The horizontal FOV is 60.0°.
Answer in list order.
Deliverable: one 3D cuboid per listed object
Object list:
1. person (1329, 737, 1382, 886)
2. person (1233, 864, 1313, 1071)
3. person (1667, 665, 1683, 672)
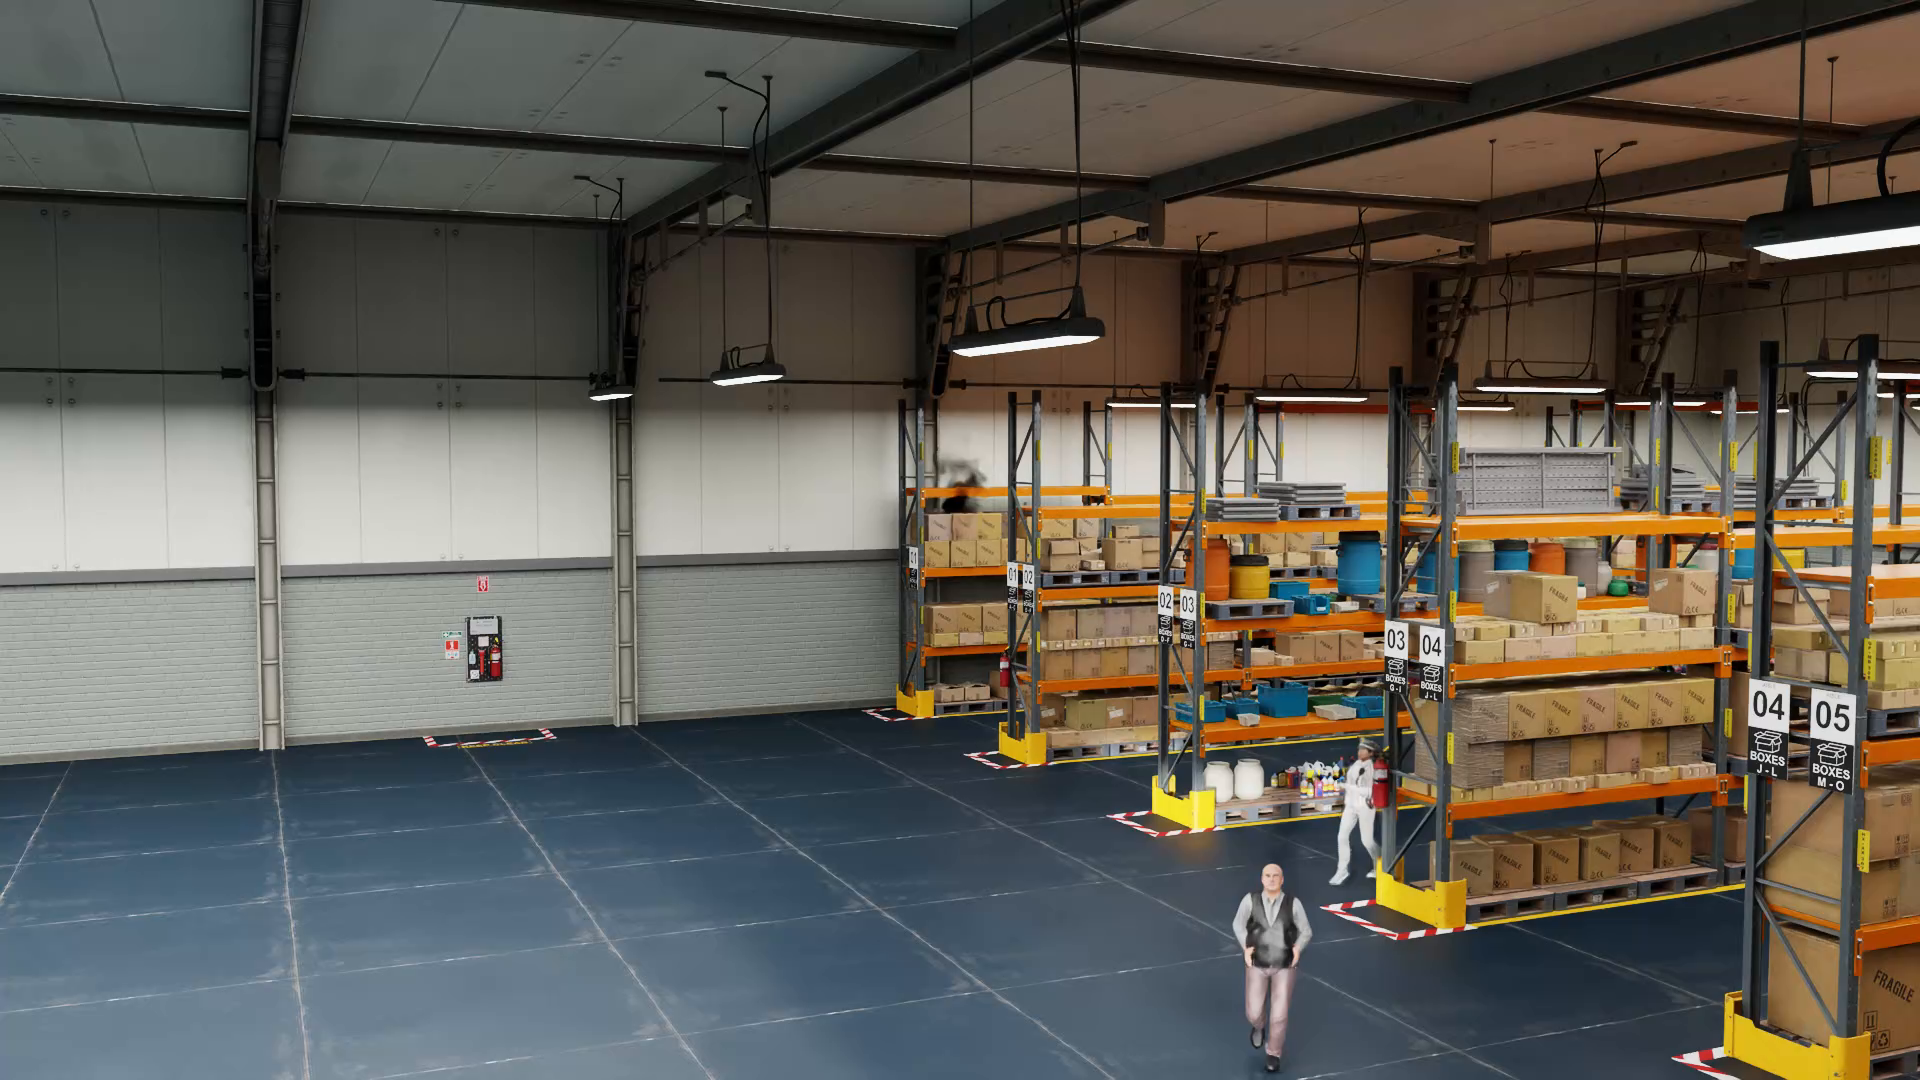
[{"bbox_3d":[4.675,3.170,19.484,0.750,1.732,0.592,-2,4,-28],"label":"person"},{"bbox_3d":[2.583,3.519,13.773,0.658,1.670,0.608,1,3,12],"label":"person"},{"bbox_3d":[12.933,2.532,29.976,0.581,1.740,0.652,-3,4,-37],"label":"person"}]
